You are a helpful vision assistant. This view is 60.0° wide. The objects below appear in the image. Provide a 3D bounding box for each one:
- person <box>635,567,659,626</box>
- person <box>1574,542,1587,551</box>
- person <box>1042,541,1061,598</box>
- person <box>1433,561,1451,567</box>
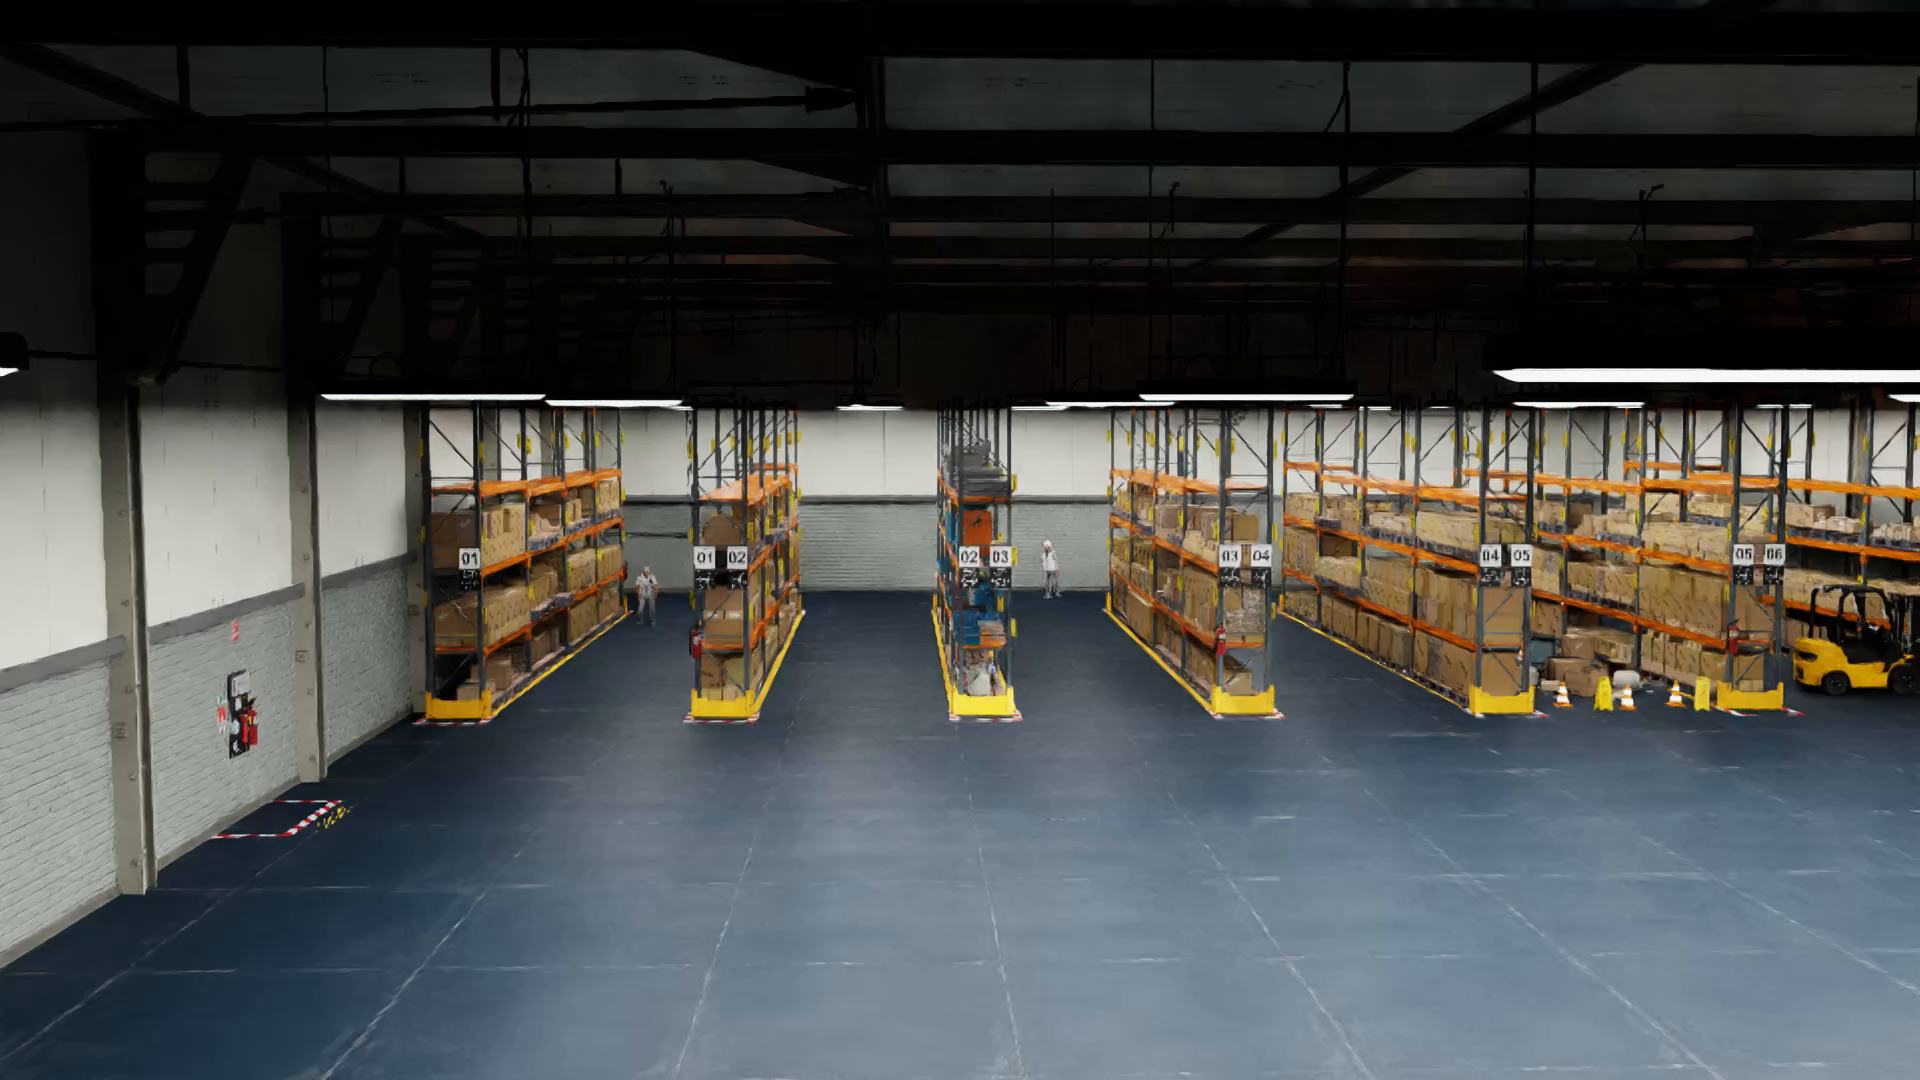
[{"bbox_3d":[-8.351,1.503,44.353,0.625,1.611,0.575,0,4,-5],"label":"person"},{"bbox_3d":[19.290,0.836,51.634,0.459,1.779,0.695,-3,5,-36],"label":"person"},{"bbox_3d":[2.794,0.900,51.130,0.579,1.760,0.566,3,5,34],"label":"person"},{"bbox_3d":[14.888,0.870,51.221,0.525,1.764,0.688,-3,5,-36],"label":"person"}]
